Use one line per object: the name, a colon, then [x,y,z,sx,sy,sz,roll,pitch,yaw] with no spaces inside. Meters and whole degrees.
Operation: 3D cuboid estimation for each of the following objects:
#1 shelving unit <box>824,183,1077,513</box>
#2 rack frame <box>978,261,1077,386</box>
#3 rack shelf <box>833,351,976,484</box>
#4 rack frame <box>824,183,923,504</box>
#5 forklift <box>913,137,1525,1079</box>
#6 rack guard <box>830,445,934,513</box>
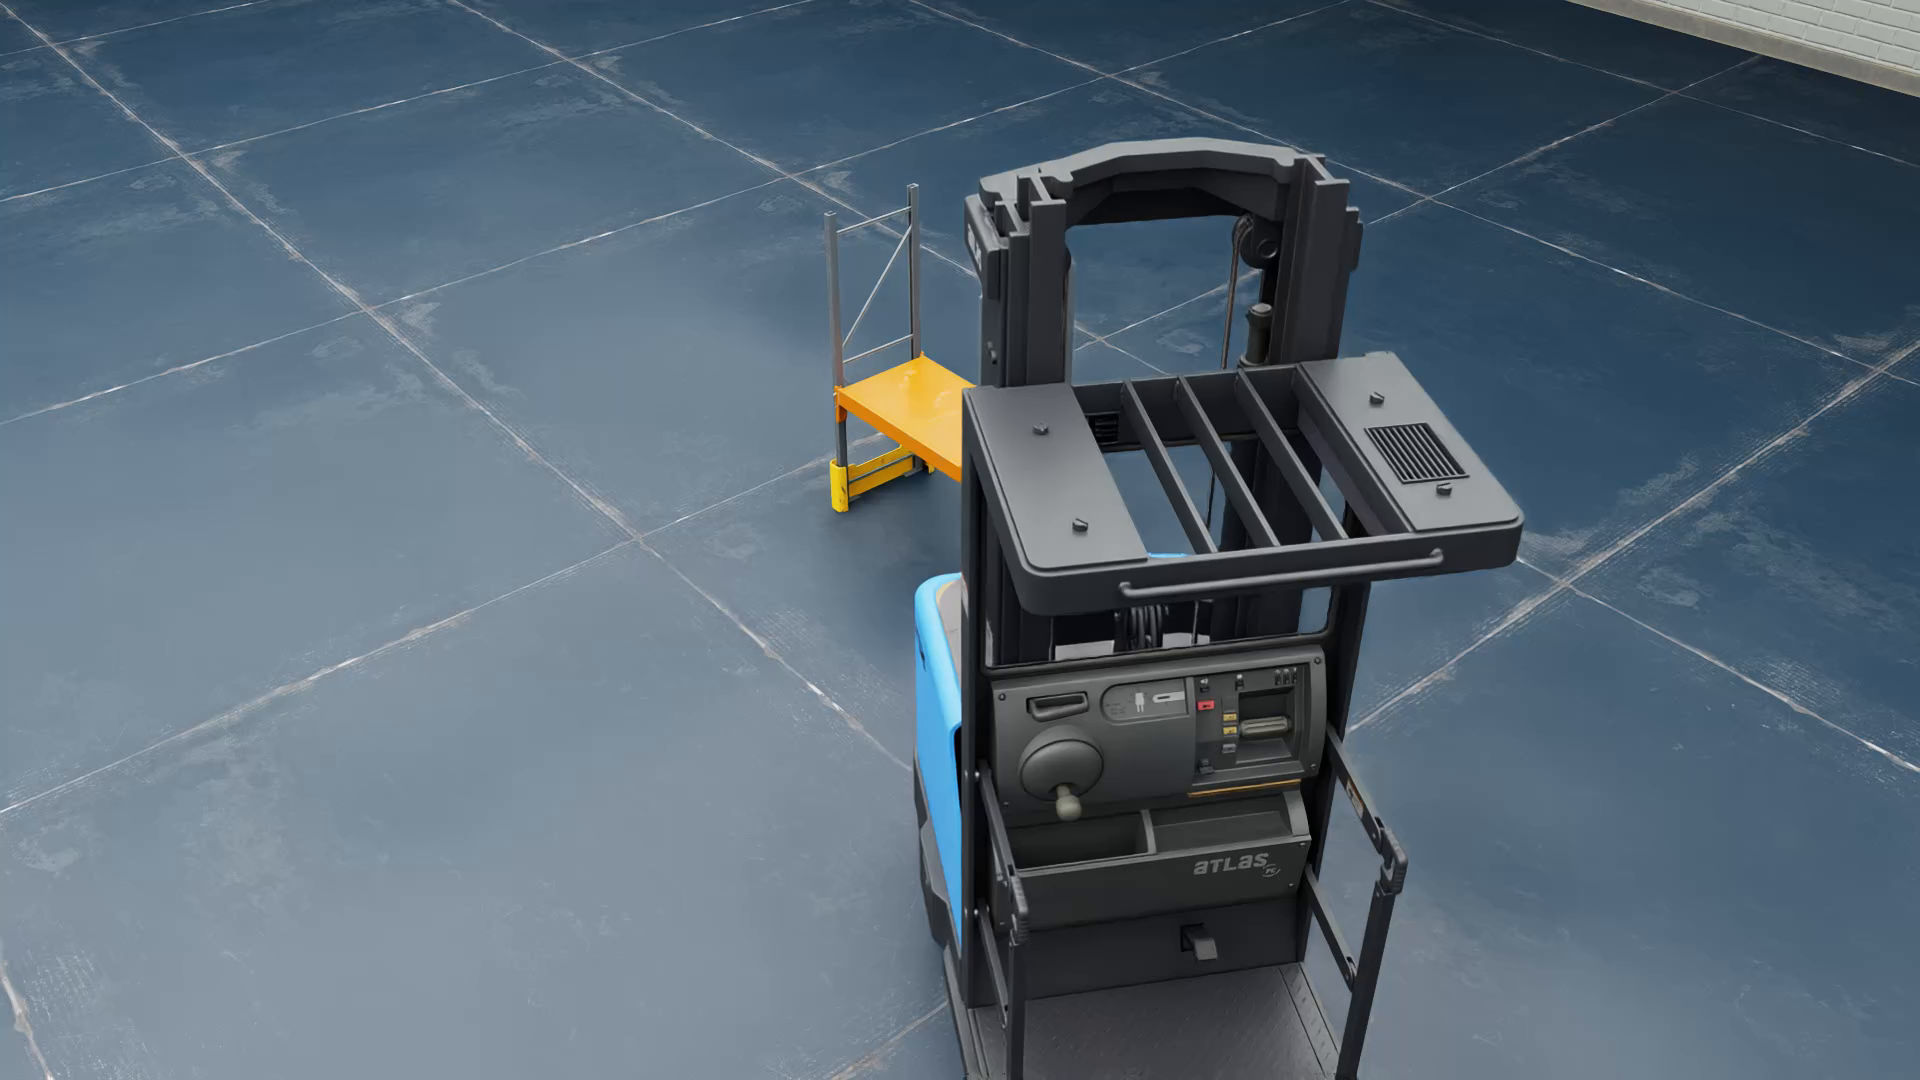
shelving unit: [-0.049,-0.646,7.364,0.587,1.500,1.083,-26,43,-32]
rack frame: [0.273,-0.425,7.053,0.500,1.500,0.032,-26,43,-32]
rack shelf: [-0.055,-0.503,7.474,0.538,0.185,1.000,-26,43,-32]
rack frame: [-0.383,-0.874,7.687,0.500,1.500,0.032,-26,43,-32]
forklift: [0.590,0.596,4.373,1.130,2.935,3.031,-6,36,-8]
rack guard: [-0.371,-0.356,8.036,0.587,0.250,0.087,-26,43,-32]
